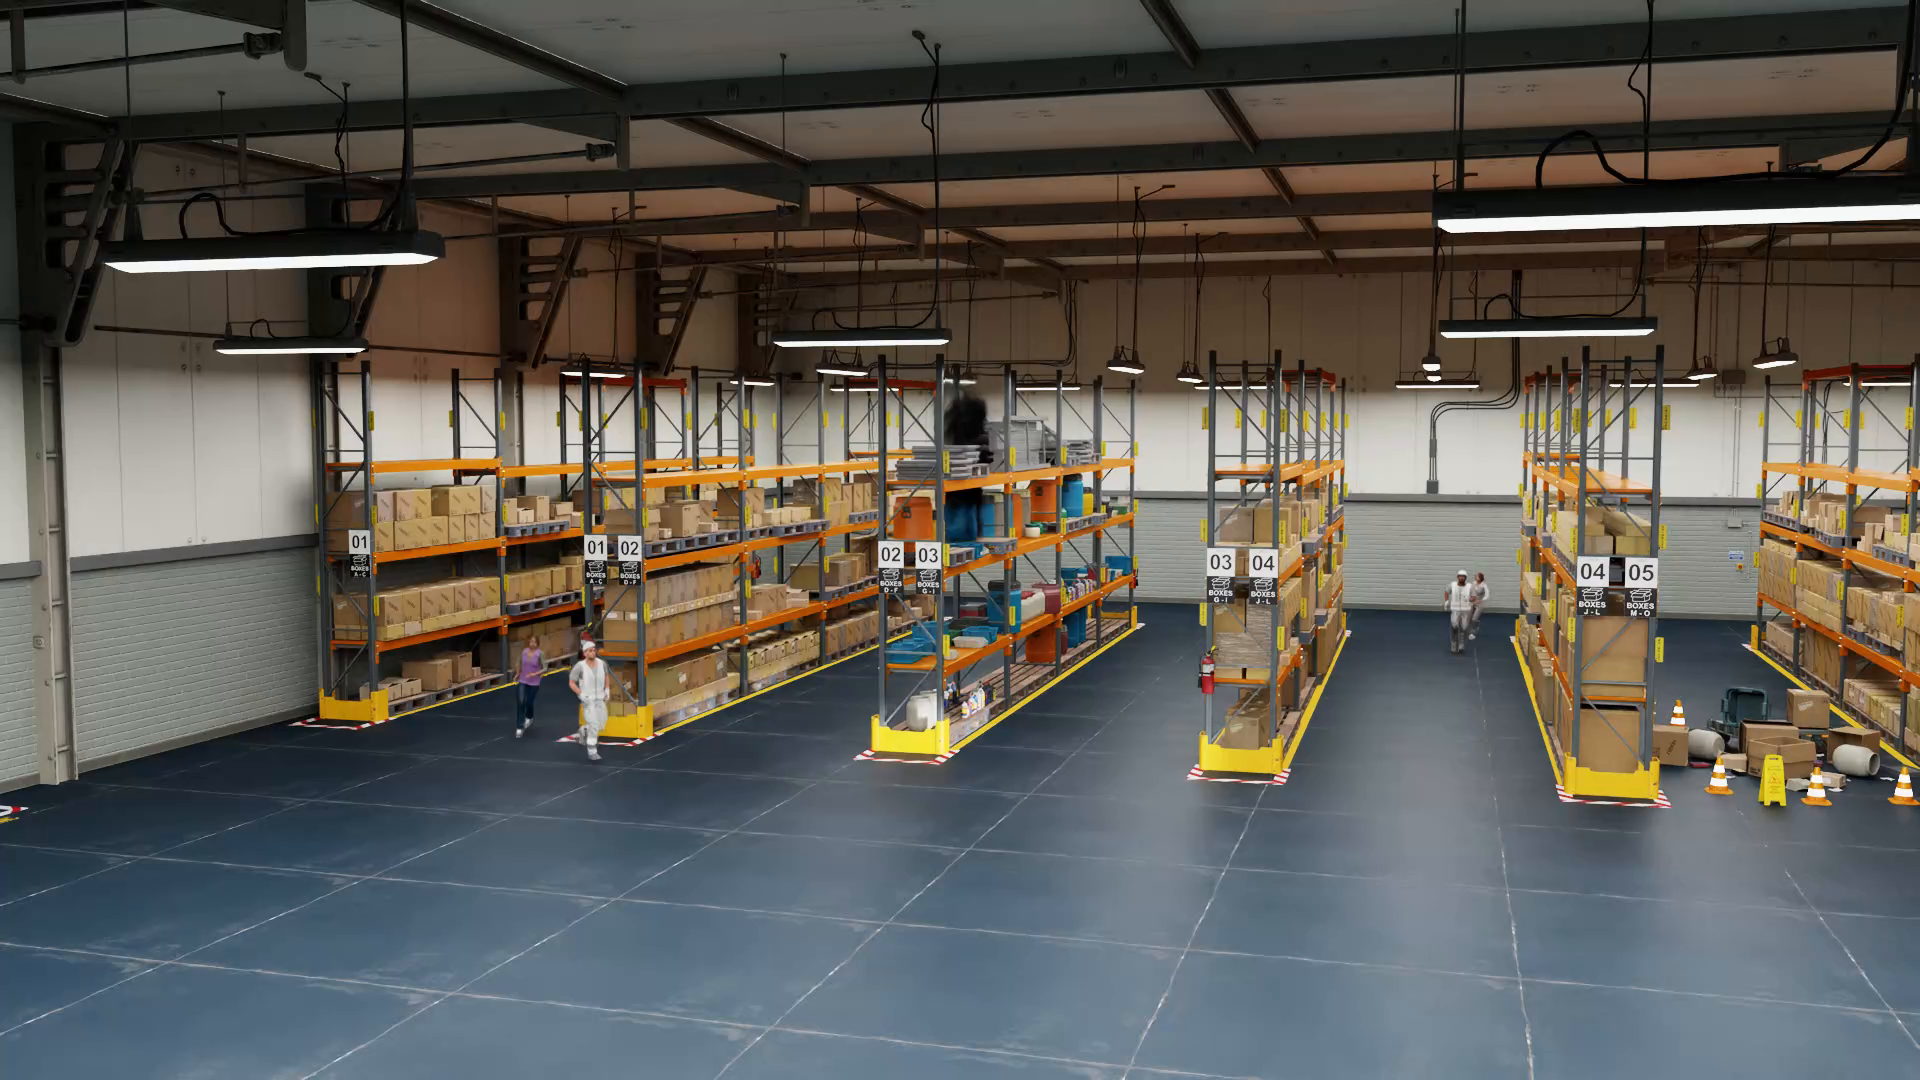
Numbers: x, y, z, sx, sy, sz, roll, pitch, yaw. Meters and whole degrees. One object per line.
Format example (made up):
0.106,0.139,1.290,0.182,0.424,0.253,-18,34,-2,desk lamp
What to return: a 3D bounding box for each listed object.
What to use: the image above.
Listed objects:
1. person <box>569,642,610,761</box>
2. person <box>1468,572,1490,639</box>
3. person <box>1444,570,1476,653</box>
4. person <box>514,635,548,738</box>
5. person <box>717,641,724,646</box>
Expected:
-5.494,2.369,24.666,0.660,1.756,0.676,-3,5,-40,person
11.927,1.516,38.244,0.520,1.532,0.550,-4,6,-43,person
10.816,1.546,35.958,0.658,1.794,0.717,1,4,15,person
-6.866,2.316,26.661,0.548,1.602,0.753,0,4,-3,person
-5.016,1.679,34.787,0.600,1.681,0.892,0,4,5,person
